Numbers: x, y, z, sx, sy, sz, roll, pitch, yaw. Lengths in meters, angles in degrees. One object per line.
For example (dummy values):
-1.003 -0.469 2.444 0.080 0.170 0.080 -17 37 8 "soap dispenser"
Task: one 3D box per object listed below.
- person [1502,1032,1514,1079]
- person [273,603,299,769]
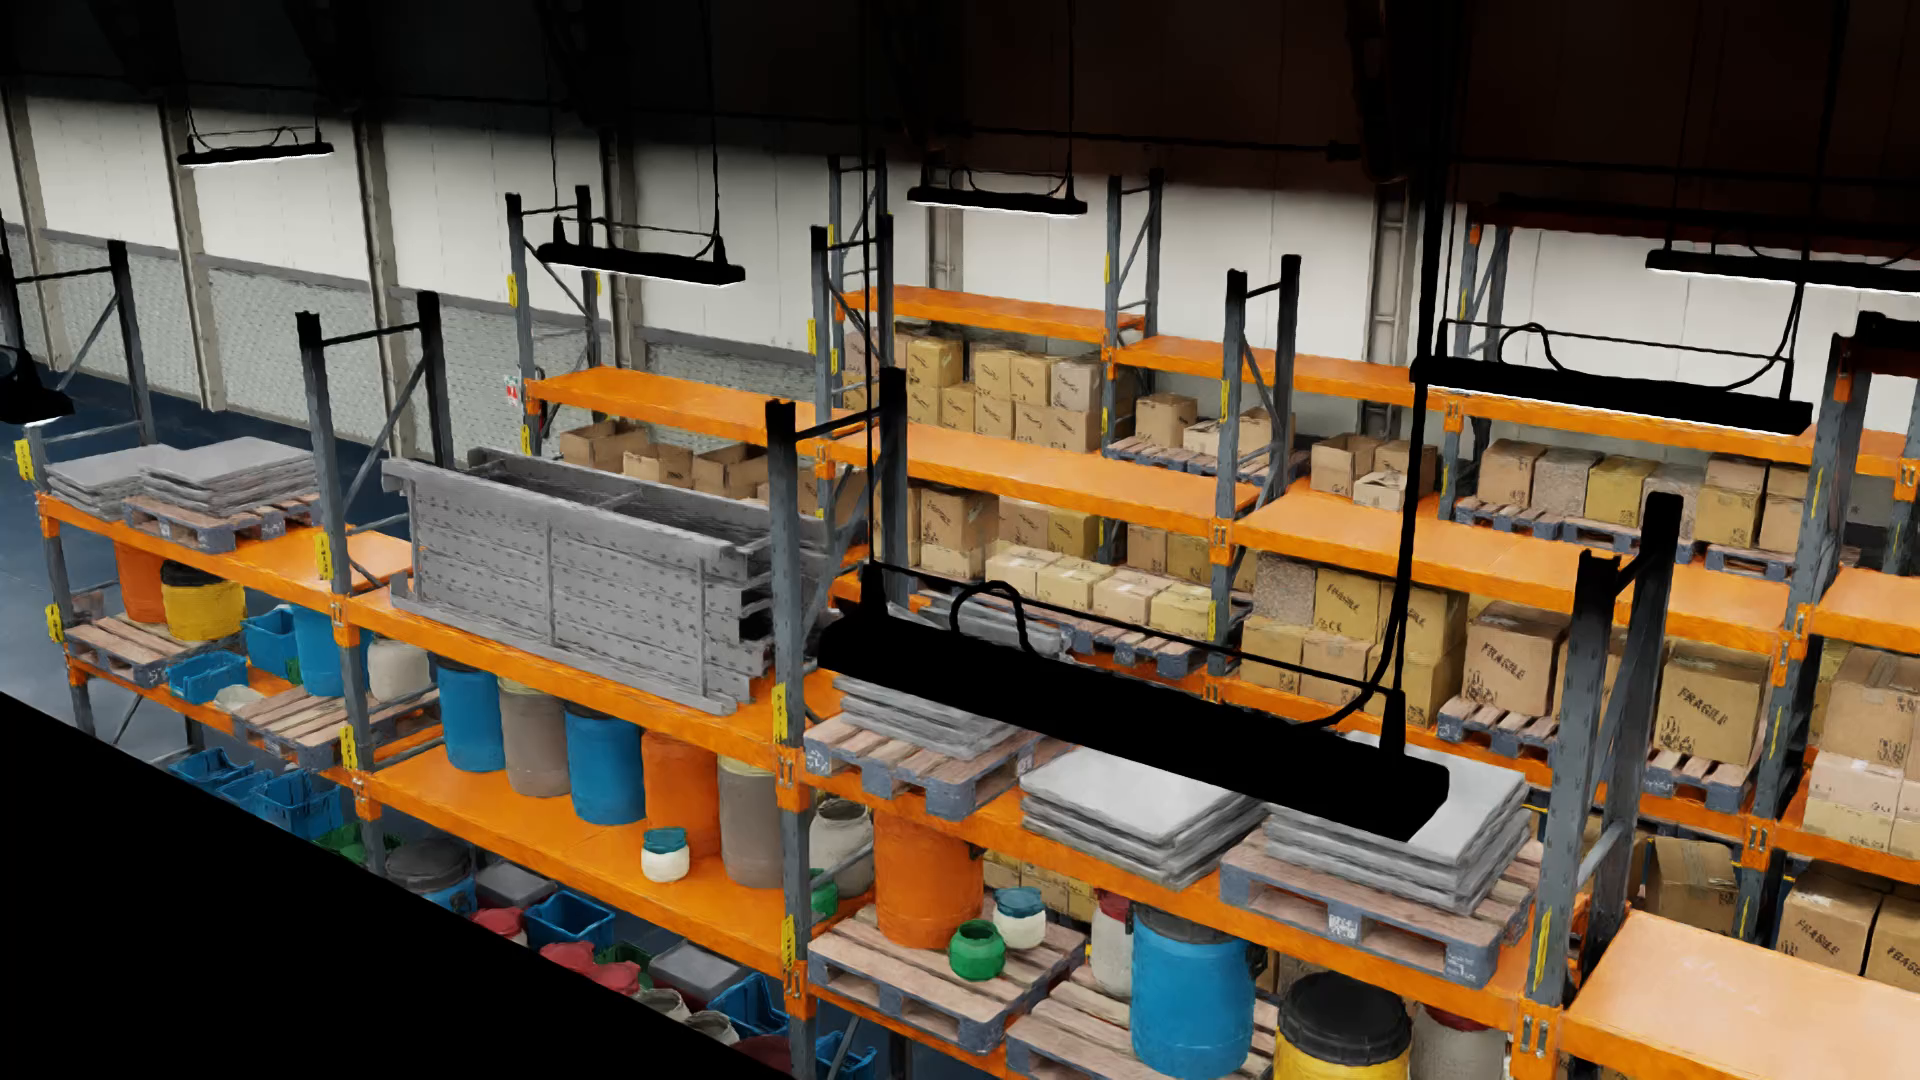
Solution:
3.632 3.857 10.893 0.574 1.726 0.677 12 22 32 "person"
-7.114 1.511 17.771 0.479 1.789 0.646 -10 21 -27 "person"
